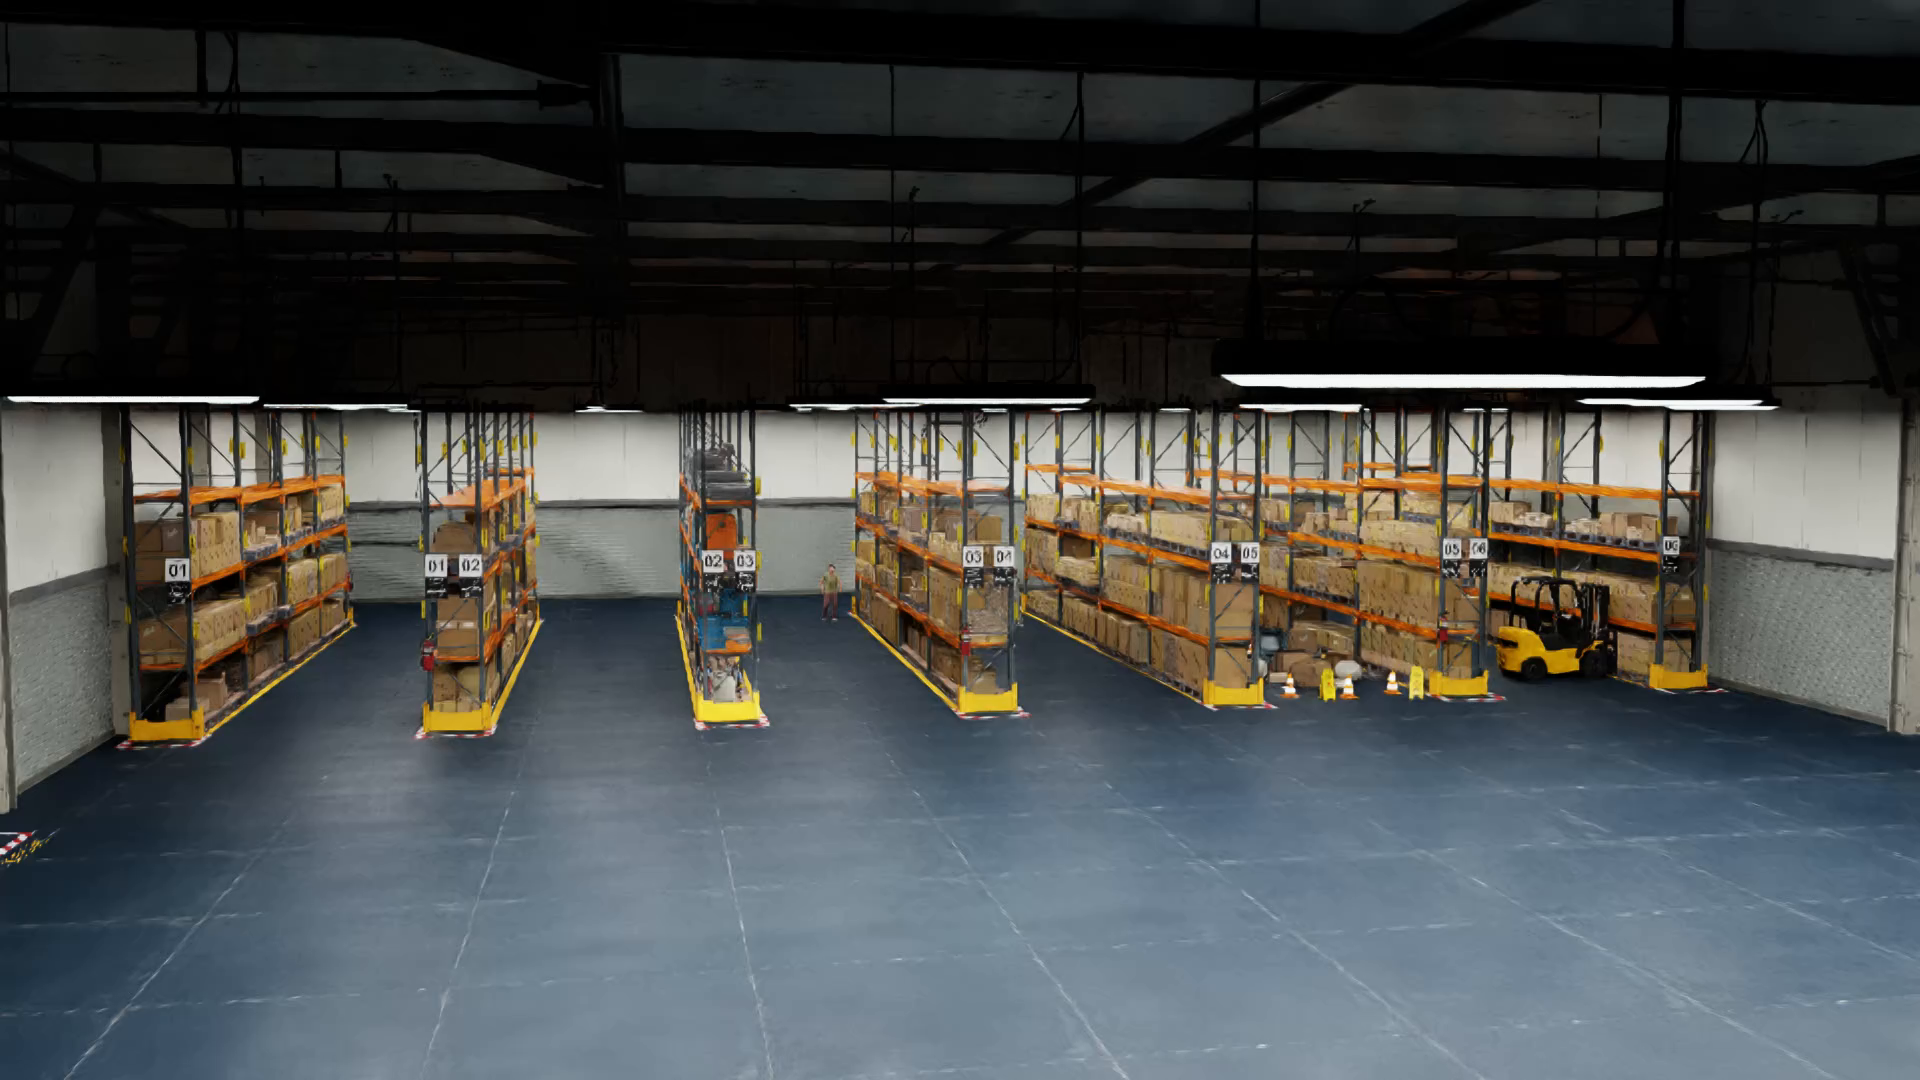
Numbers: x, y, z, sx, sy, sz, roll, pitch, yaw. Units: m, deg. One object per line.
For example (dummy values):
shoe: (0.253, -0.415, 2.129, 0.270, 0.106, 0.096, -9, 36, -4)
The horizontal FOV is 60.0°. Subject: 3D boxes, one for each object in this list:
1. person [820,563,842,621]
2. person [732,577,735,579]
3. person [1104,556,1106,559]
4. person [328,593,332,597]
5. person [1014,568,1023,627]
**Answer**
person: (-3.582, 1.446, 46.088, 0.598, 1.619, 0.507, -1, 4, -12)
person: (-6.708, 1.032, 50.787, 0.724, 1.733, 0.546, -1, 4, -13)
person: (4.057, 1.261, 47.829, 0.577, 1.691, 1.117, -1, 4, -9)
person: (-17.748, 1.337, 46.331, 0.463, 1.761, 0.720, 2, 5, 24)
person: (1.453, 1.529, 44.868, 0.527, 1.588, 0.547, 0, 4, 5)
